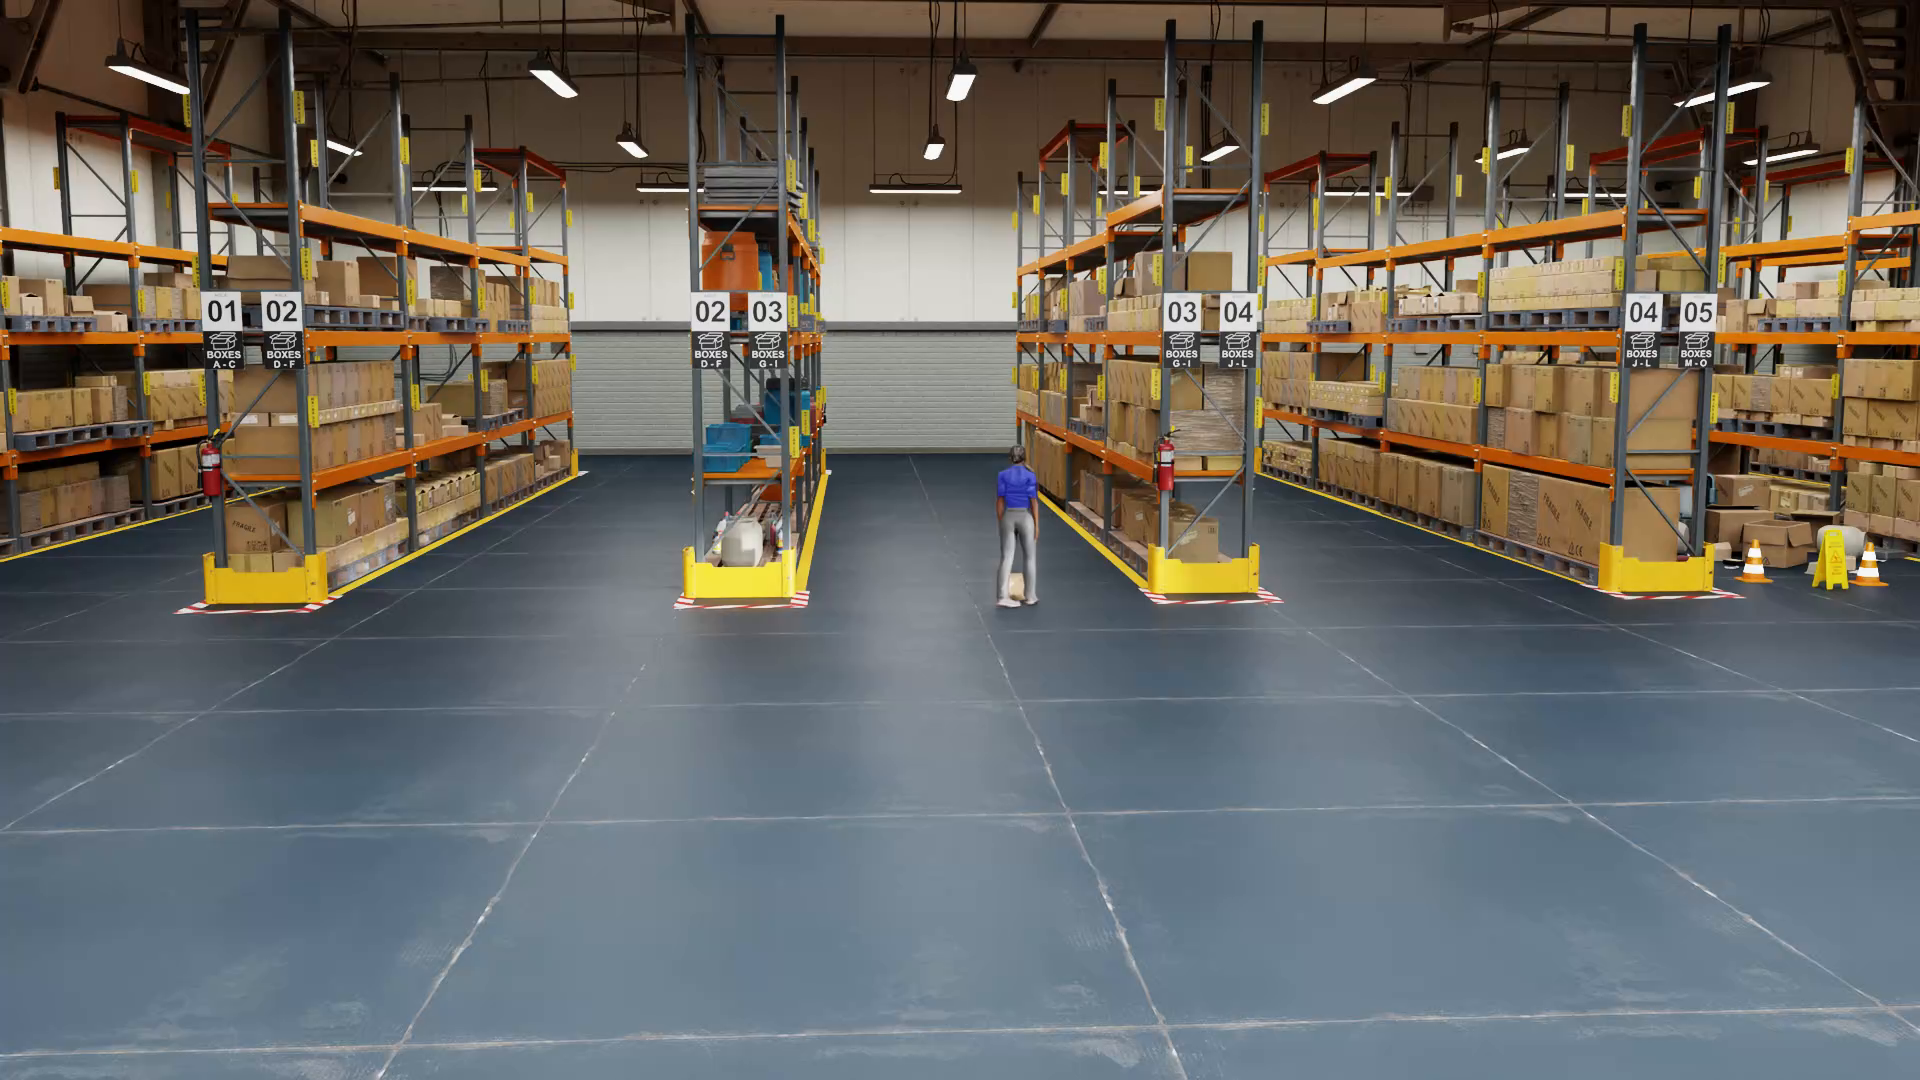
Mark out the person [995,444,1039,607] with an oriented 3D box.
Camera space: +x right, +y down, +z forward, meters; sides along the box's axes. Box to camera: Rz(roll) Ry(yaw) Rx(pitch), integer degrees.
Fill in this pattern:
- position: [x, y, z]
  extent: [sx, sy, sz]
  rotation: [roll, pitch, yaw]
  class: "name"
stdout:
- position: [0.599, -0.154, 16.988]
  extent: [0.446, 1.660, 0.600]
  rotation: [2, 7, 15]
  class: "person"
